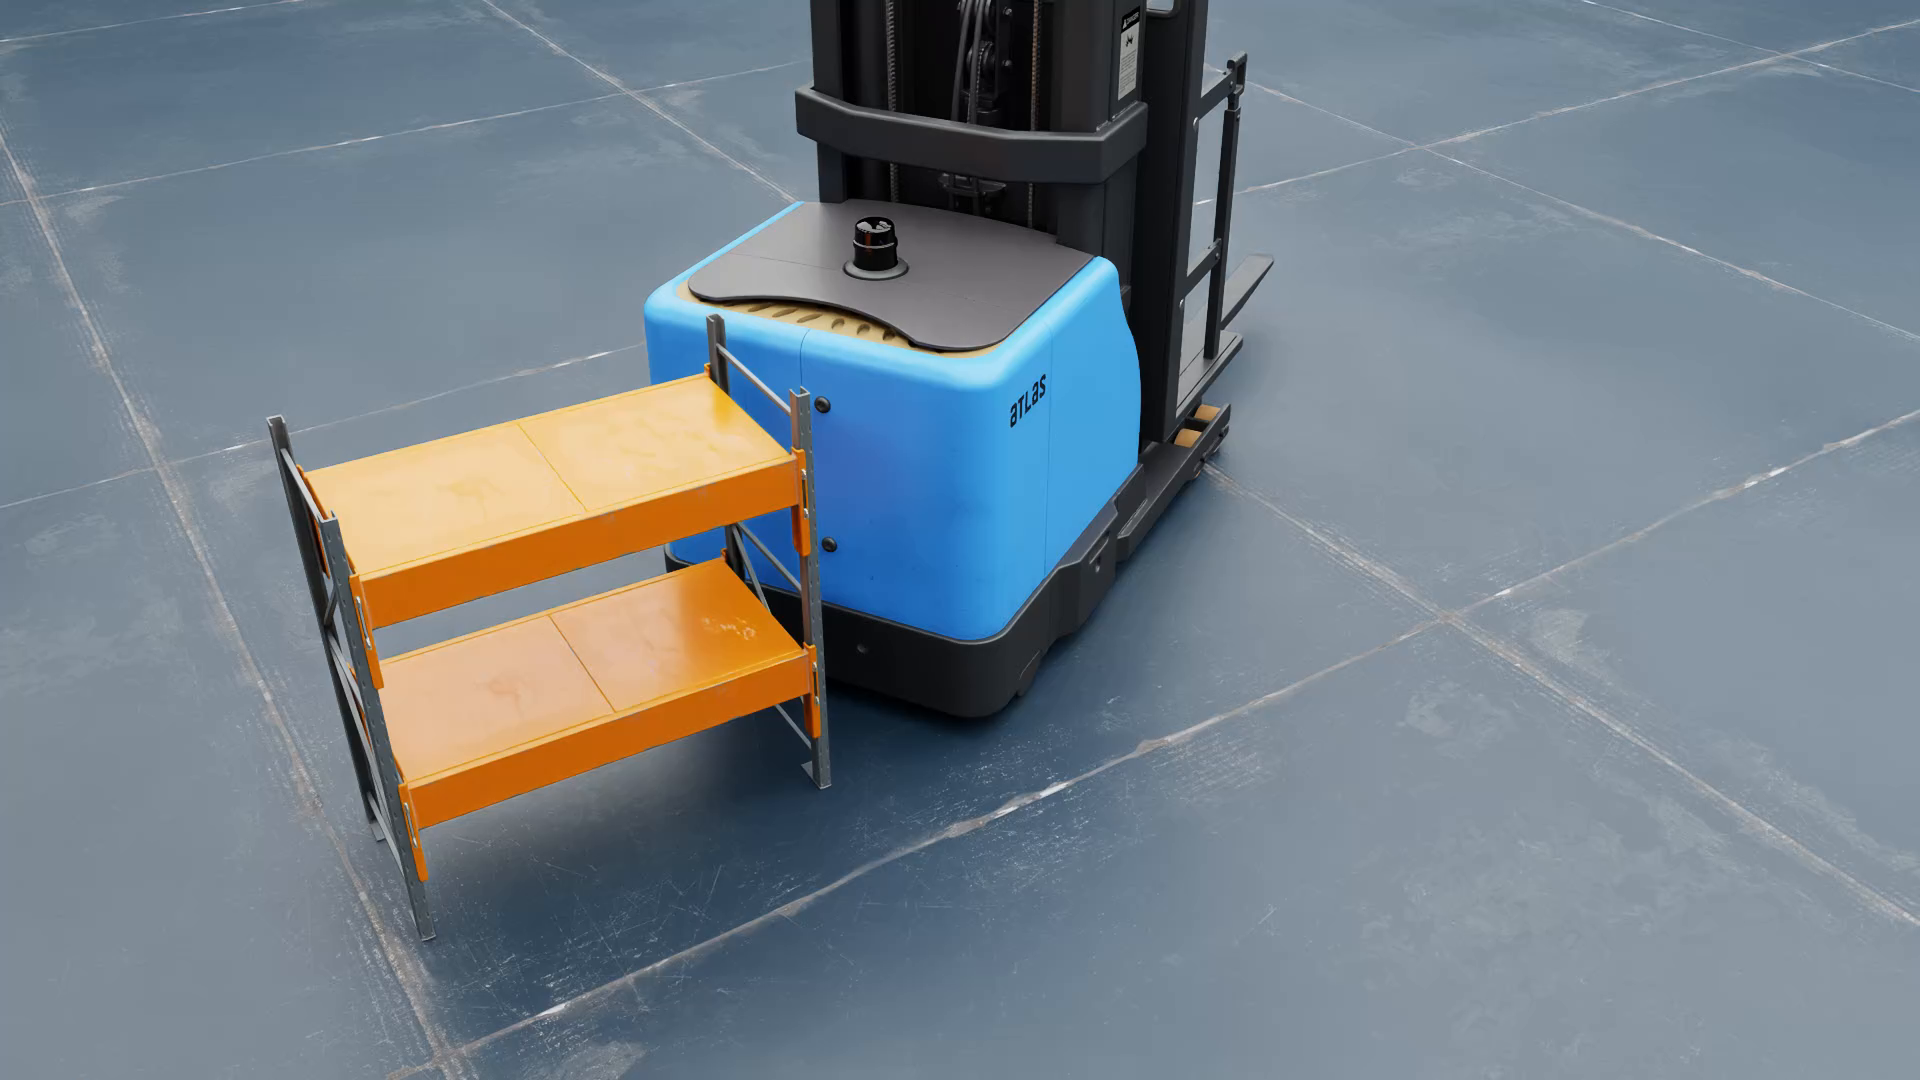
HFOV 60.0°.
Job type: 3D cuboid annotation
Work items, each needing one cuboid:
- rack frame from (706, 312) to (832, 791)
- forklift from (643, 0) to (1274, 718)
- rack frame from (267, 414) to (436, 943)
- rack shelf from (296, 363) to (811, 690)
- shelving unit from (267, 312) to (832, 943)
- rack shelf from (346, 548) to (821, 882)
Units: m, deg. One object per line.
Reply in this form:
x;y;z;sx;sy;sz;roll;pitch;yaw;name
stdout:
-0.471;0.045;4.125;0.032;1.125;0.500;-18;36;-26;rack frame
0.278;-1.539;4.943;1.130;2.935;3.031;15;35;22;forklift
-1.342;0.324;3.681;0.032;1.125;0.500;-18;36;-26;rack frame
-0.906;-0.063;3.747;1.000;0.278;0.538;-18;36;-26;rack shelf
-0.906;0.184;3.903;1.048;1.125;0.538;-18;36;-26;shelving unit
-0.906;0.391;4.034;1.000;0.278;0.538;-18;36;-26;rack shelf
